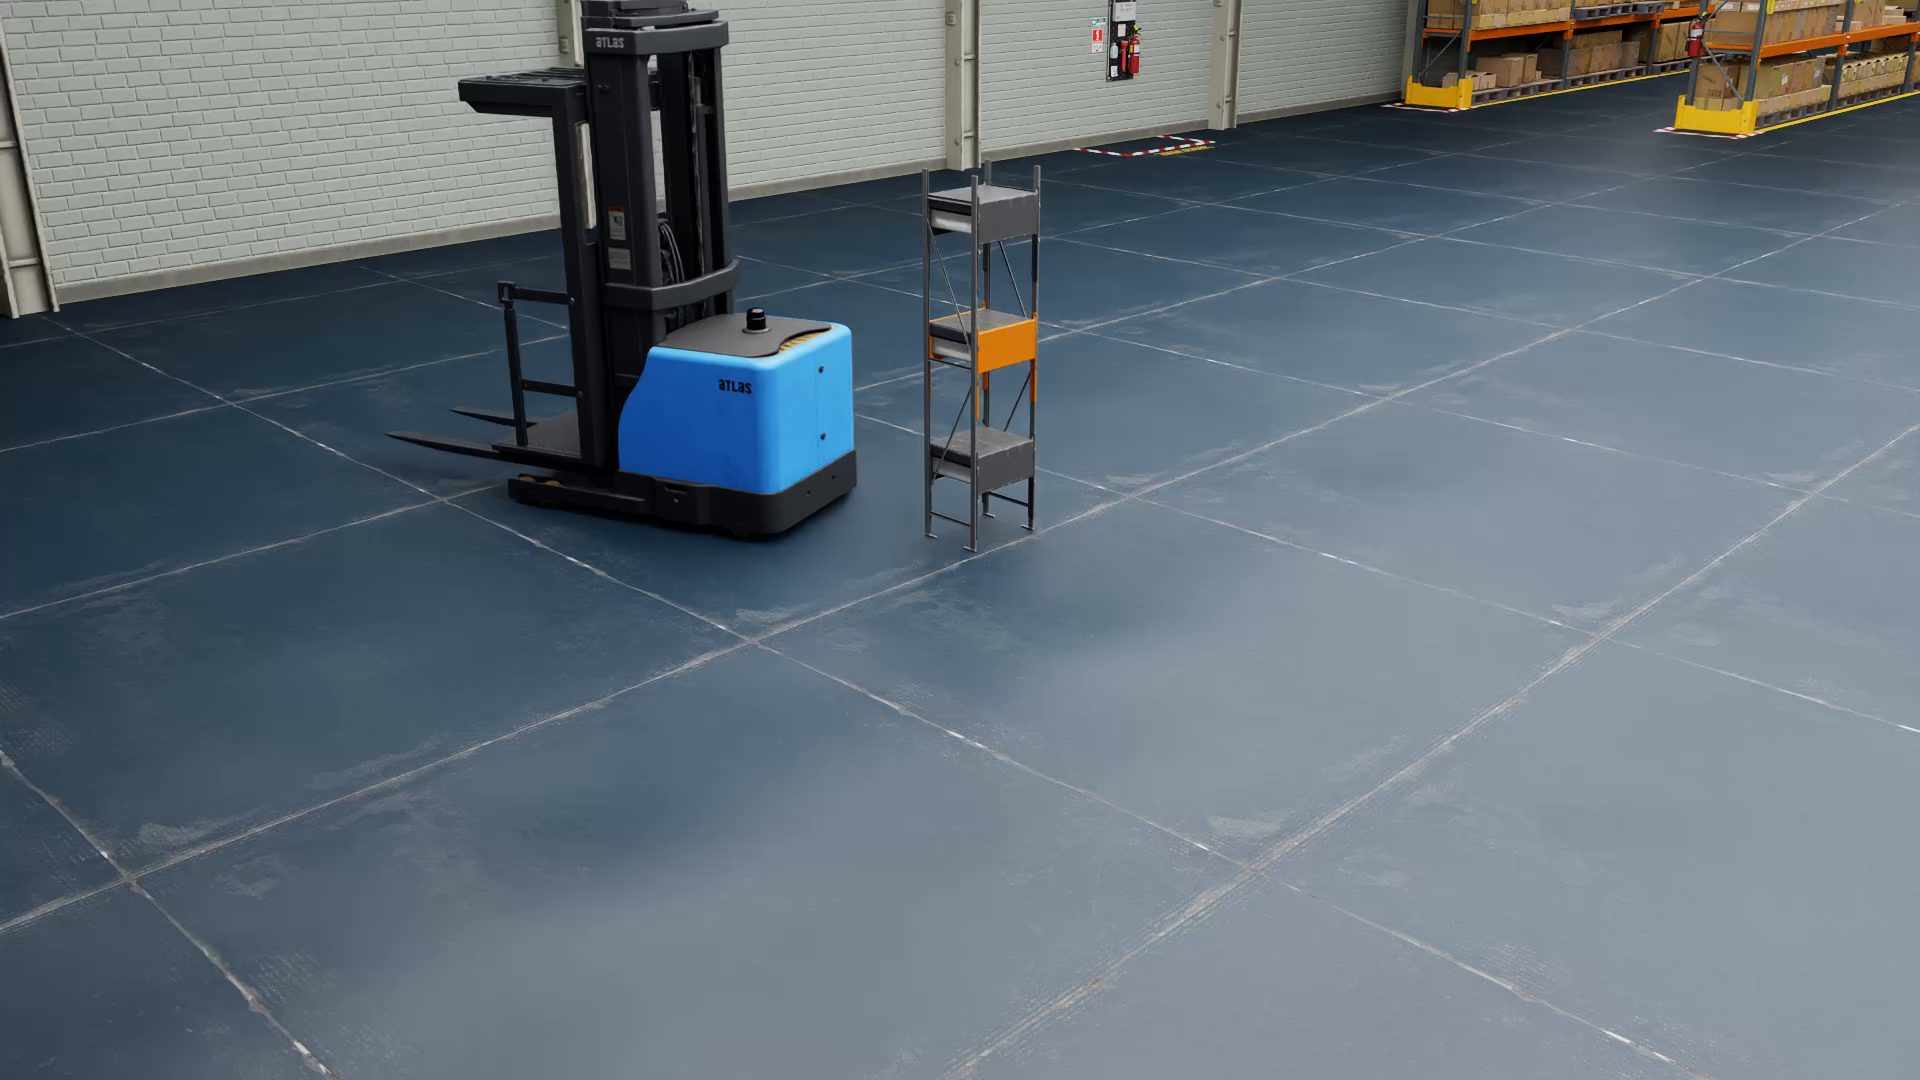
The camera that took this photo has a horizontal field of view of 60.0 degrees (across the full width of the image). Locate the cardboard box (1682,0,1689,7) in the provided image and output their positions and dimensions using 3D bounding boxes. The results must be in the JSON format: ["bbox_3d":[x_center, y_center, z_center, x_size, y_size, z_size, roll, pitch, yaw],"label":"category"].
[{"bbox_3d":[15.403,-11.530,35.714,0.250,0.149,0.380,-20,28,-41],"label":"cardboard box"}]

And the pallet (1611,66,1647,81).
[{"bbox_3d":[13.584,-9.771,34.703,1.003,0.211,1.213,19,28,41],"label":"pallet"}]

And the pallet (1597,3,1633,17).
[{"bbox_3d":[12.778,-10.665,33.408,1.003,0.211,1.213,19,28,41],"label":"pallet"}]

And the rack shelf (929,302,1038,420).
[{"bbox_3d":[0.115,-1.010,9.313,0.431,0.518,0.480,19,28,41],"label":"rack shelf"}]

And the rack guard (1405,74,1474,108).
[{"bbox_3d":[8.602,-8.070,29.873,1.175,0.500,0.348,19,28,41],"label":"rack guard"}]

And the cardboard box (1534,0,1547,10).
[{"bbox_3d":[10.528,-10.079,30.753,0.500,0.500,0.500,18,28,39],"label":"cardboard box"}]

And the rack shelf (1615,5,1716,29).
[{"bbox_3d":[15.525,-11.452,36.191,1.077,0.370,4.000,19,28,41],"label":"rack shelf"}]

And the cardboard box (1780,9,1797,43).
[{"bbox_3d":[13.149,-8.404,27.119,0.700,0.500,0.500,19,28,41],"label":"cardboard box"}]

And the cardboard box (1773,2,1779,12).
[{"bbox_3d":[12.711,-8.443,26.317,0.380,0.149,0.250,18,28,39],"label":"cardboard box"}]

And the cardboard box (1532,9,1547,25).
[{"bbox_3d":[10.533,-9.728,30.884,0.500,0.250,0.500,19,28,40],"label":"cardboard box"}]

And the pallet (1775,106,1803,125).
[{"bbox_3d":[13.455,-7.196,28.002,1.003,0.211,1.213,19,28,41],"label":"pallet"}]

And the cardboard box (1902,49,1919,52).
[{"bbox_3d":[18.565,-9.255,32.343,0.500,0.500,0.500,18,27,39],"label":"cardboard box"}]

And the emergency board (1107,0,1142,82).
[{"bbox_3d":[2.481,-7.445,24.765,0.194,1.169,0.643,19,28,41],"label":"emergency board"}]

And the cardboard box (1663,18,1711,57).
[{"bbox_3d":[15.942,-11.065,36.594,0.750,0.750,0.750,-19,28,-40],"label":"cardboard box"}]

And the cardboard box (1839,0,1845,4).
[{"bbox_3d":[14.855,-9.232,28.370,0.380,0.149,0.250,19,28,41],"label":"cardboard box"}]

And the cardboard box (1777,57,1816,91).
[{"bbox_3d":[14.021,-7.840,27.993,0.500,0.500,0.500,19,28,41],"label":"cardboard box"}]

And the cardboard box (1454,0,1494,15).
[{"bbox_3d":[9.097,-9.554,29.386,0.500,0.500,0.500,19,28,41],"label":"cardboard box"}]

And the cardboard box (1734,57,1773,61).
[{"bbox_3d":[13.299,-7.842,27.998,0.500,0.500,0.500,19,28,41],"label":"cardboard box"}]

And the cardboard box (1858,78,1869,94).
[{"bbox_3d":[16.067,-8.226,30.041,0.500,0.250,0.500,18,28,39],"label":"cardboard box"}]

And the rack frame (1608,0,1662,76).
[{"bbox_3d":[14.130,-11.273,34.724,1.000,3.000,0.127,19,28,41],"label":"rack frame"}]

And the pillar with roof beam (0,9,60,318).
[{"bbox_3d":[-5.240,-5.167,10.475,9.100,9.000,0.400,19,28,41],"label":"pillar with roof beam"}]

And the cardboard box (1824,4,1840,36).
[{"bbox_3d":[14.586,-8.937,28.507,0.700,0.500,0.500,18,28,39],"label":"cardboard box"}]

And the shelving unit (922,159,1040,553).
[{"bbox_3d":[0.115,-1.023,9.309,0.431,2.100,0.503,19,28,41],"label":"shelving unit"}]

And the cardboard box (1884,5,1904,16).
[{"bbox_3d":[17.397,-9.910,31.302,0.500,0.311,0.500,-18,27,-39],"label":"cardboard box"}]

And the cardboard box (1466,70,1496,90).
[{"bbox_3d":[9.494,-8.469,30.563,0.500,0.311,0.500,-17,27,-38],"label":"cardboard box"}]

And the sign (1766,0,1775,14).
[{"bbox_3d":[12.494,-8.279,25.616,0.100,0.325,0.005,19,28,41],"label":"sign"}]

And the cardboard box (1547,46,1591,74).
[{"bbox_3d":[12.166,-9.623,33.300,0.700,0.500,0.500,19,28,40],"label":"cardboard box"}]

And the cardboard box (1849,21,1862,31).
[{"bbox_3d":[15.656,-9.066,29.330,0.380,0.149,0.250,19,28,41],"label":"cardboard box"}]

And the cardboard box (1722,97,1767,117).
[{"bbox_3d":[12.634,-6.973,26.782,0.500,0.250,0.500,19,28,41],"label":"cardboard box"}]

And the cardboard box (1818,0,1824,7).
[{"bbox_3d":[14.144,-8.971,27.691,0.380,0.149,0.250,19,28,40],"label":"cardboard box"}]

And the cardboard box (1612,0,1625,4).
[{"bbox_3d":[12.956,-11.076,33.459,0.700,0.500,0.500,19,28,41],"label":"cardboard box"}]

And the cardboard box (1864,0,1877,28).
[{"bbox_3d":[16.156,-9.511,29.998,0.500,0.500,0.500,19,28,41],"label":"cardboard box"}]

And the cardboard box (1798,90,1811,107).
[{"bbox_3d":[14.030,-7.487,28.119,0.500,0.250,0.500,19,28,41],"label":"cardboard box"}]

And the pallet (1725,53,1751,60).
[{"bbox_3d":[17.507,-11.176,38.357,1.003,0.211,1.213,19,28,41],"label":"pallet"}]

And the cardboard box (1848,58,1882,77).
[{"bbox_3d":[16.430,-8.620,30.286,0.500,0.311,0.500,-19,28,-41],"label":"cardboard box"}]

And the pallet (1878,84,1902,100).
[{"bbox_3d":[17.079,-8.531,31.476,1.003,0.211,1.213,19,28,41],"label":"pallet"}]

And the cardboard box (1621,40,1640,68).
[{"bbox_3d":[13.665,-10.114,34.578,0.500,0.500,0.700,-20,29,-41],"label":"cardboard box"}]

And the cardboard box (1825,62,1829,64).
[{"bbox_3d":[15.327,-8.492,29.953,0.500,0.311,0.500,-19,28,-41],"label":"cardboard box"}]

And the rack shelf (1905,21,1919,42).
[{"bbox_3d":[19.077,-10.213,32.967,1.077,0.370,4.000,19,28,41],"label":"rack shelf"}]

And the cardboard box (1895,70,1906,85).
[{"bbox_3d":[17.489,-8.751,31.408,0.500,0.250,0.500,-19,28,-41],"label":"cardboard box"}]

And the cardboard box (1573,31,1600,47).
[{"bbox_3d":[12.506,-10.076,33.434,0.500,0.250,0.500,18,28,39],"label":"cardboard box"}]

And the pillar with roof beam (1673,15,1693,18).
[{"bbox_3d":[19.873,-14.421,34.551,9.100,9.000,0.400,19,28,41],"label":"pillar with roof beam"}]

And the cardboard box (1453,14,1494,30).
[{"bbox_3d":[9.117,-9.202,29.517,0.500,0.250,0.500,18,28,39],"label":"cardboard box"}]

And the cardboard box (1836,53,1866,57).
[{"bbox_3d":[16.746,-9.011,31.302,0.500,0.311,0.500,18,28,39],"label":"cardboard box"}]

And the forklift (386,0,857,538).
[{"bbox_3d":[-2.194,-1.722,9.970,3.031,2.935,1.130,10,23,23],"label":"forklift"}]

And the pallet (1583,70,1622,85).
[{"bbox_3d":[12.733,-9.459,33.891,1.003,0.211,1.213,19,28,41],"label":"pallet"}]

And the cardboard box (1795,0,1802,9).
[{"bbox_3d":[13.426,-8.706,27.001,0.380,0.149,0.250,19,28,40],"label":"cardboard box"}]

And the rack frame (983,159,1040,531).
[{"bbox_3d":[0.286,-1.085,9.472,0.400,2.100,0.015,19,28,41],"label":"rack frame"}]

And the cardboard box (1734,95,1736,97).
[{"bbox_3d":[12.603,-7.234,27.462,0.500,0.250,0.500,19,28,41],"label":"cardboard box"}]
